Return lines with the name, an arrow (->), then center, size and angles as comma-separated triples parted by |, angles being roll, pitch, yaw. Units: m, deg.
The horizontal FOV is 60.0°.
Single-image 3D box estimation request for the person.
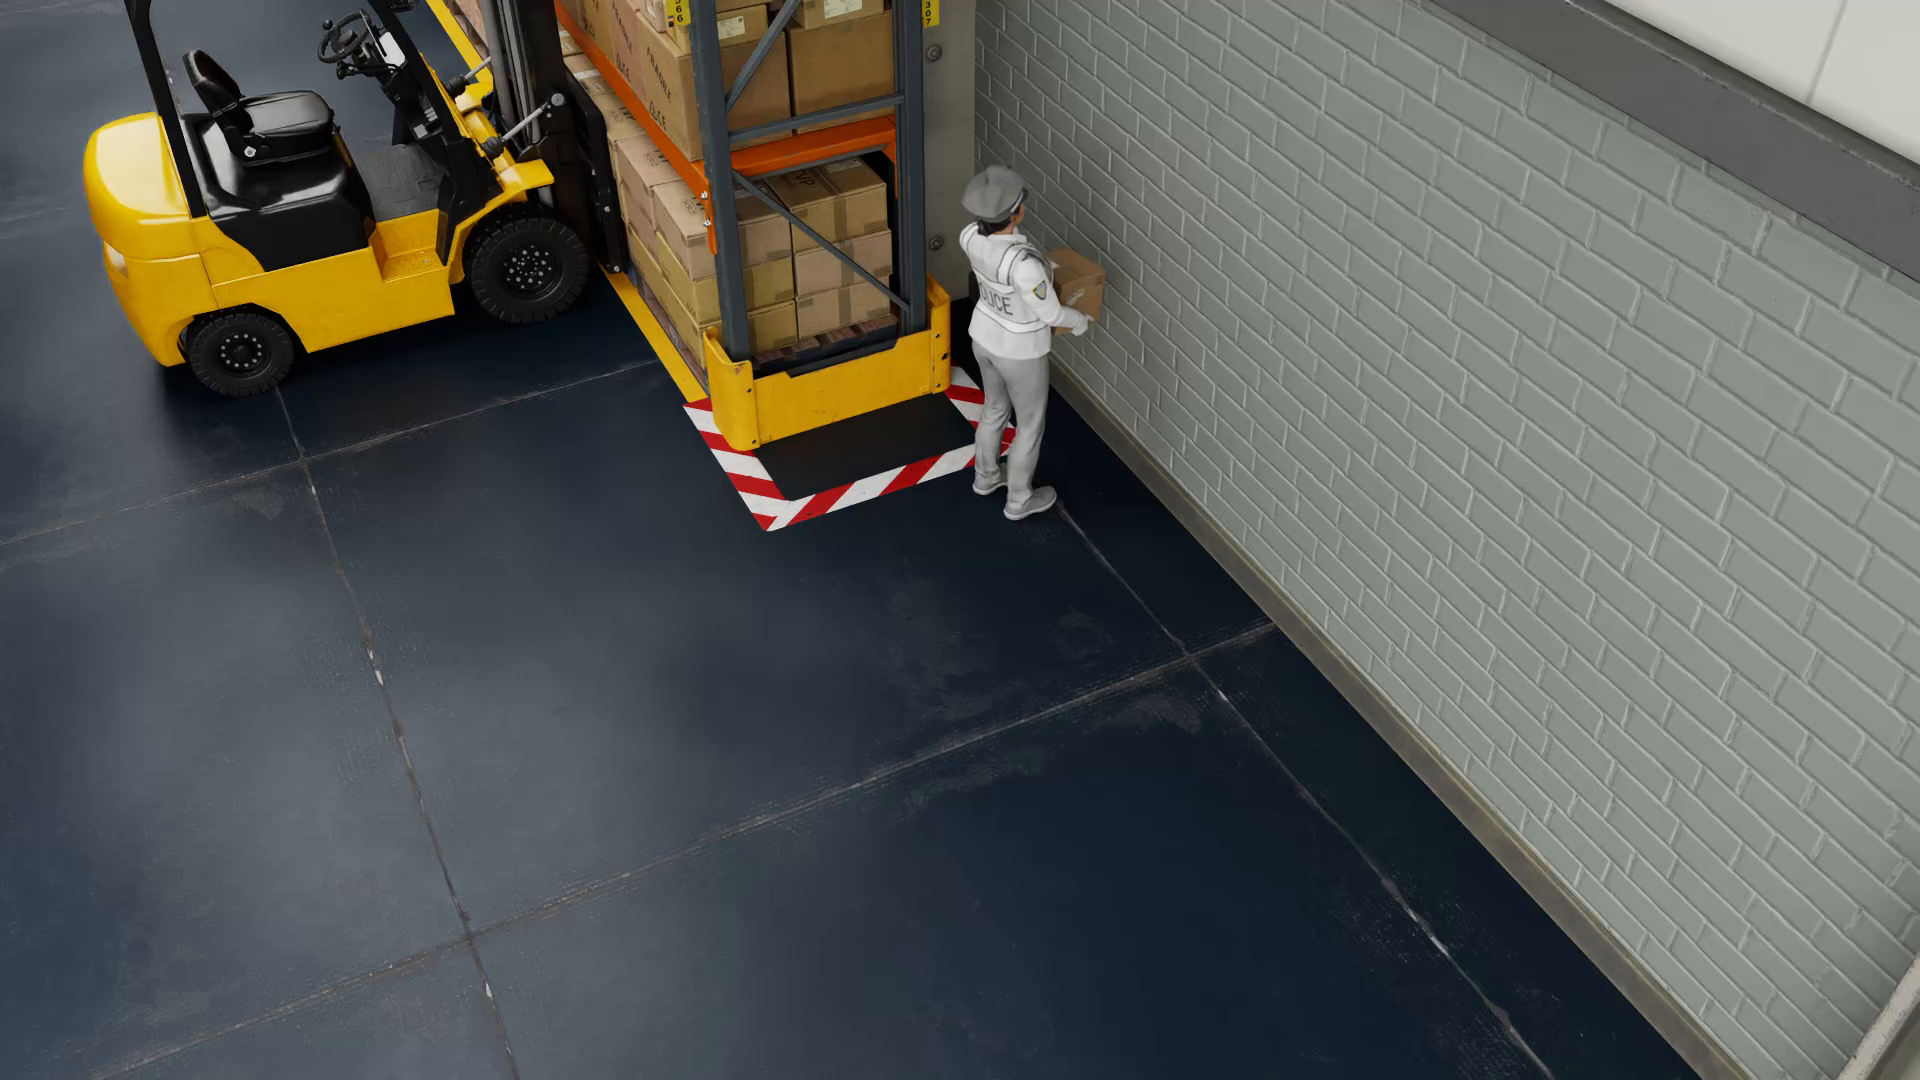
person -> 0.270, -0.856, 7.107 | 0.556, 1.686, 0.459 | -28, 49, -28
